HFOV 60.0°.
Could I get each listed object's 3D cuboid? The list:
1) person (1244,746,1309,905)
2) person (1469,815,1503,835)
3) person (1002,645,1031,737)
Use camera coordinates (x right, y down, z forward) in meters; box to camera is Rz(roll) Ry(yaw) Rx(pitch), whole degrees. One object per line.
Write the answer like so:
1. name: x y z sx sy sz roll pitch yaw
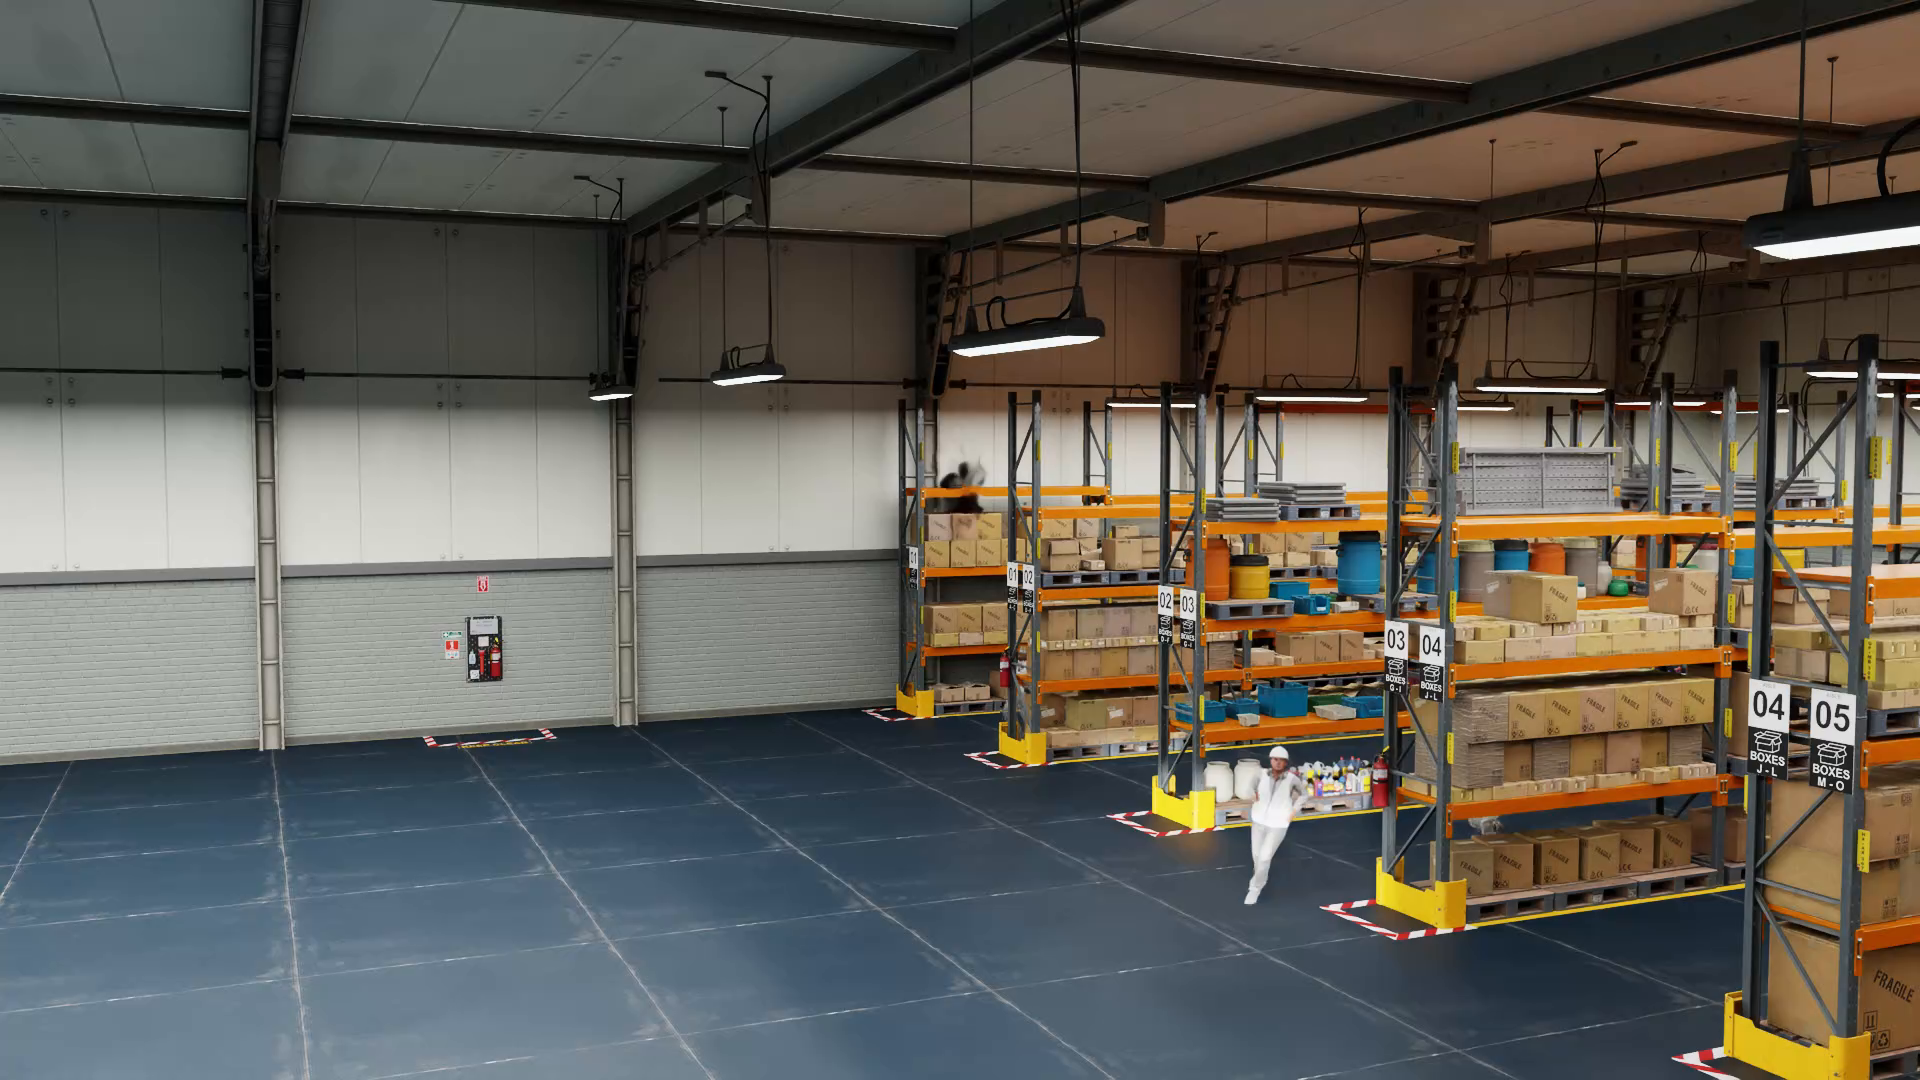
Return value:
1. person: 3.533 3.202 18.730 0.673 1.798 0.728 2 4 34
2. person: 6.556 3.094 20.513 0.577 1.734 0.657 -2 4 -33
3. person: 1.077 2.666 28.786 0.706 1.724 0.559 -2 4 -35
